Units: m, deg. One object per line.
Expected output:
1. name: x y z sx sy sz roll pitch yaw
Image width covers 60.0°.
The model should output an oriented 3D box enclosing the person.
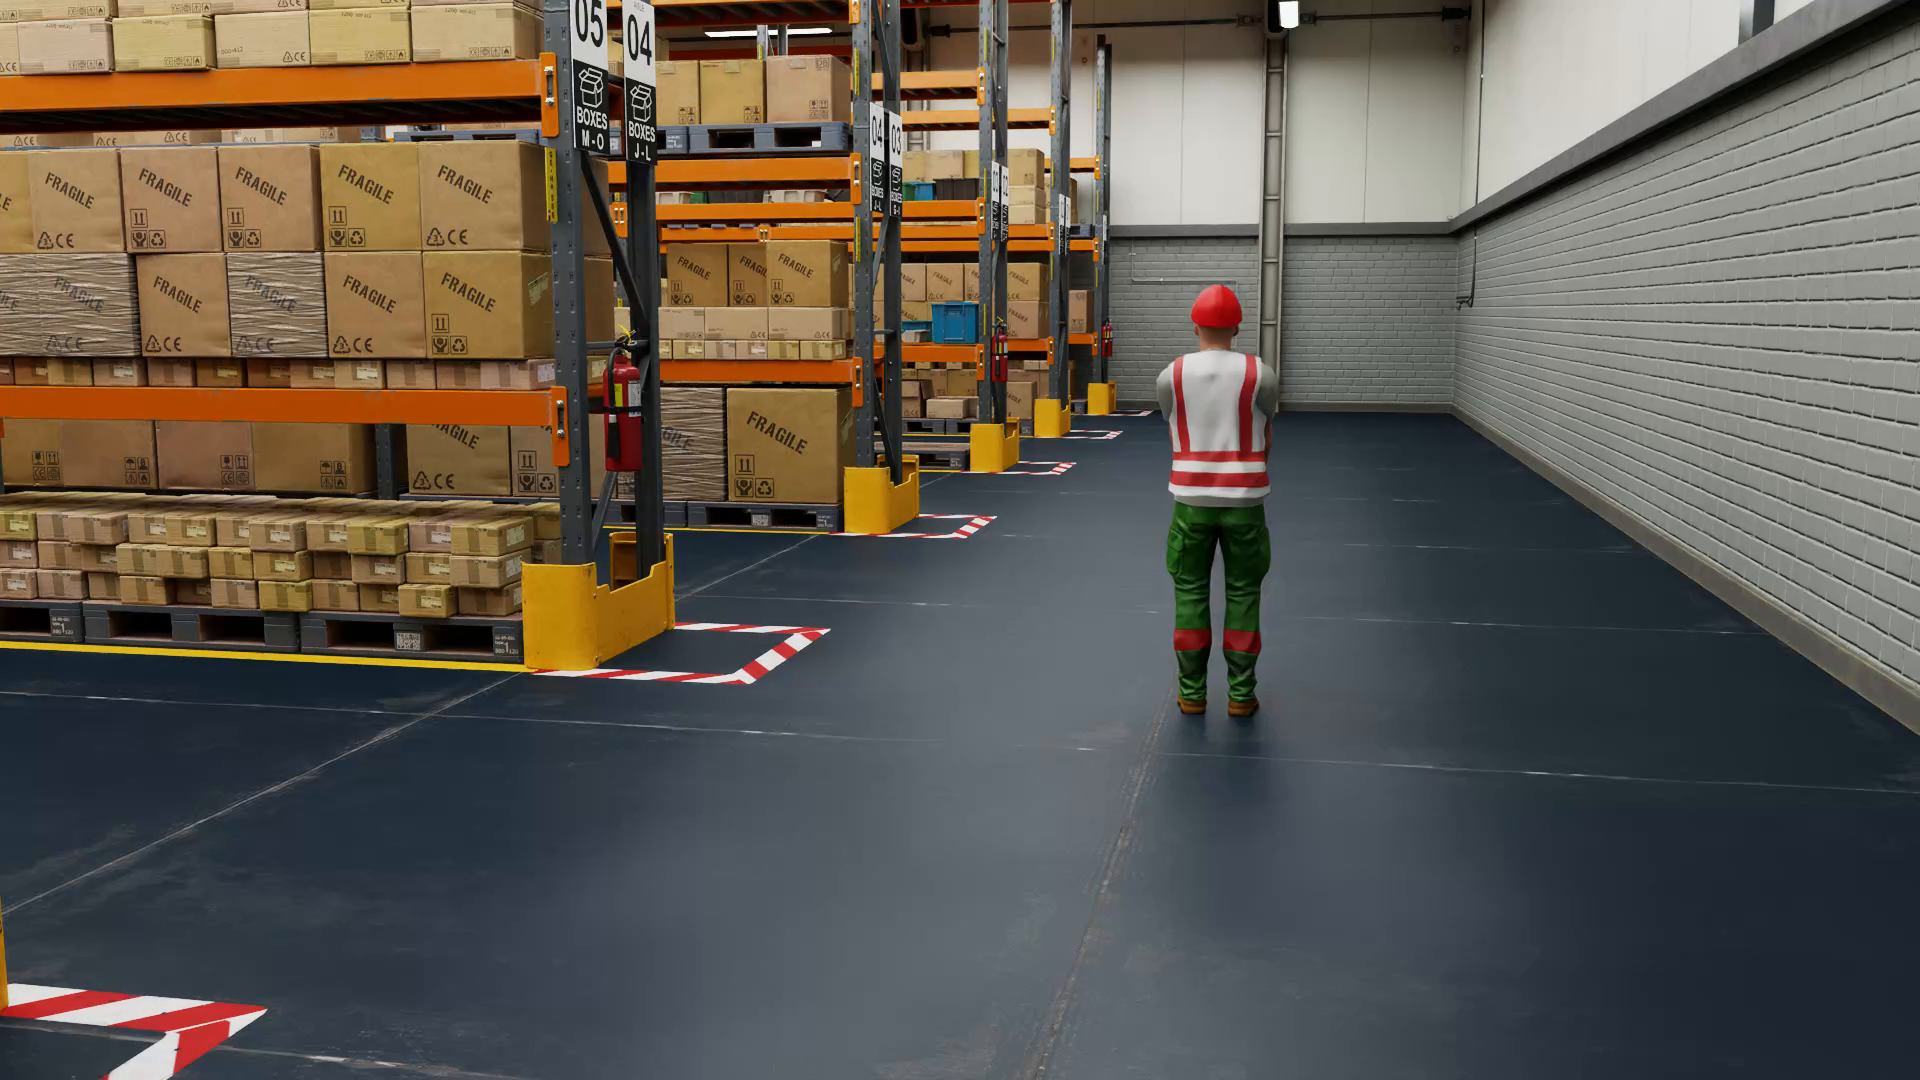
1. person: 1.078 -0.169 6.967 0.494 1.782 0.570 2 8 12
